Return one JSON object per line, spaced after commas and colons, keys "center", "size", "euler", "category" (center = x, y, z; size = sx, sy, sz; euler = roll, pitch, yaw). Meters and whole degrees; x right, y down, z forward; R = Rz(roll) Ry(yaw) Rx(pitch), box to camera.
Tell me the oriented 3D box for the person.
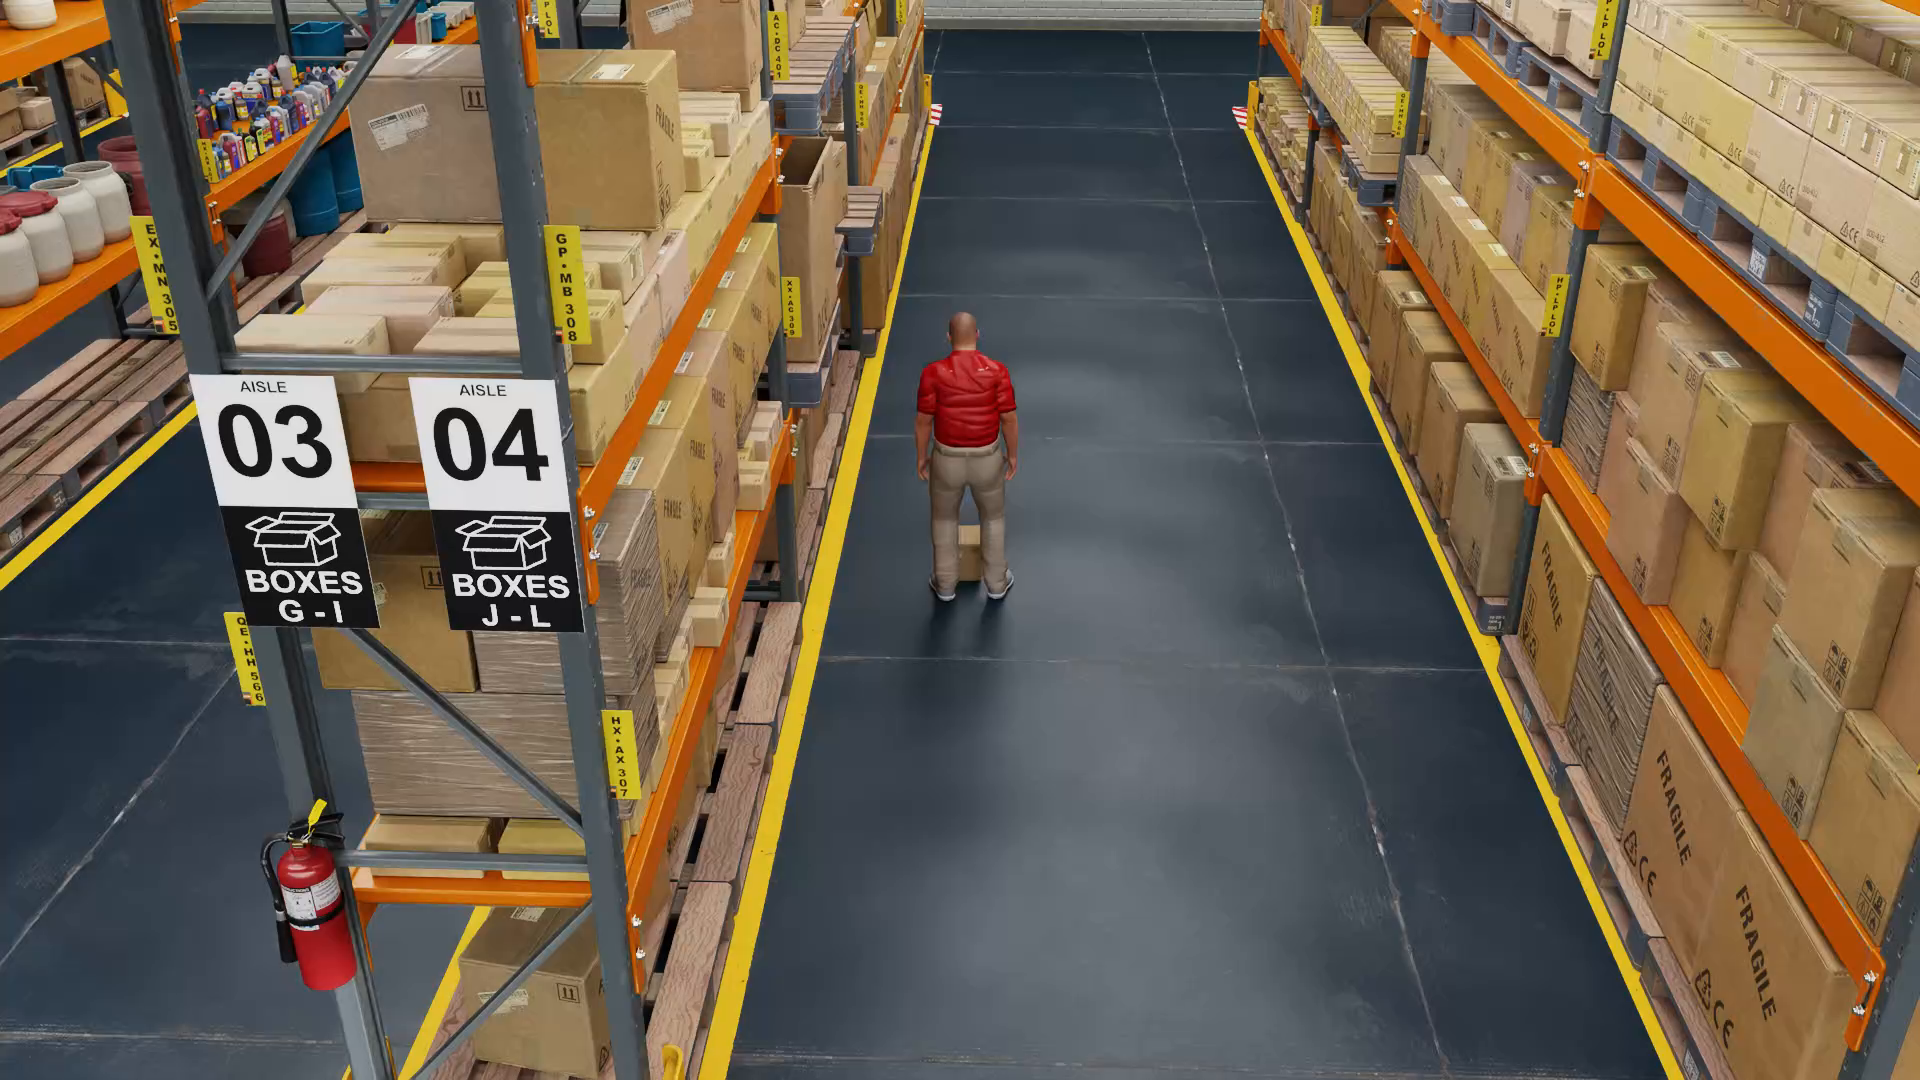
{"center": [0.038, -0.461, 9.511], "size": [0.586, 1.726, 0.400], "euler": [0, 28, -1], "category": "person"}
